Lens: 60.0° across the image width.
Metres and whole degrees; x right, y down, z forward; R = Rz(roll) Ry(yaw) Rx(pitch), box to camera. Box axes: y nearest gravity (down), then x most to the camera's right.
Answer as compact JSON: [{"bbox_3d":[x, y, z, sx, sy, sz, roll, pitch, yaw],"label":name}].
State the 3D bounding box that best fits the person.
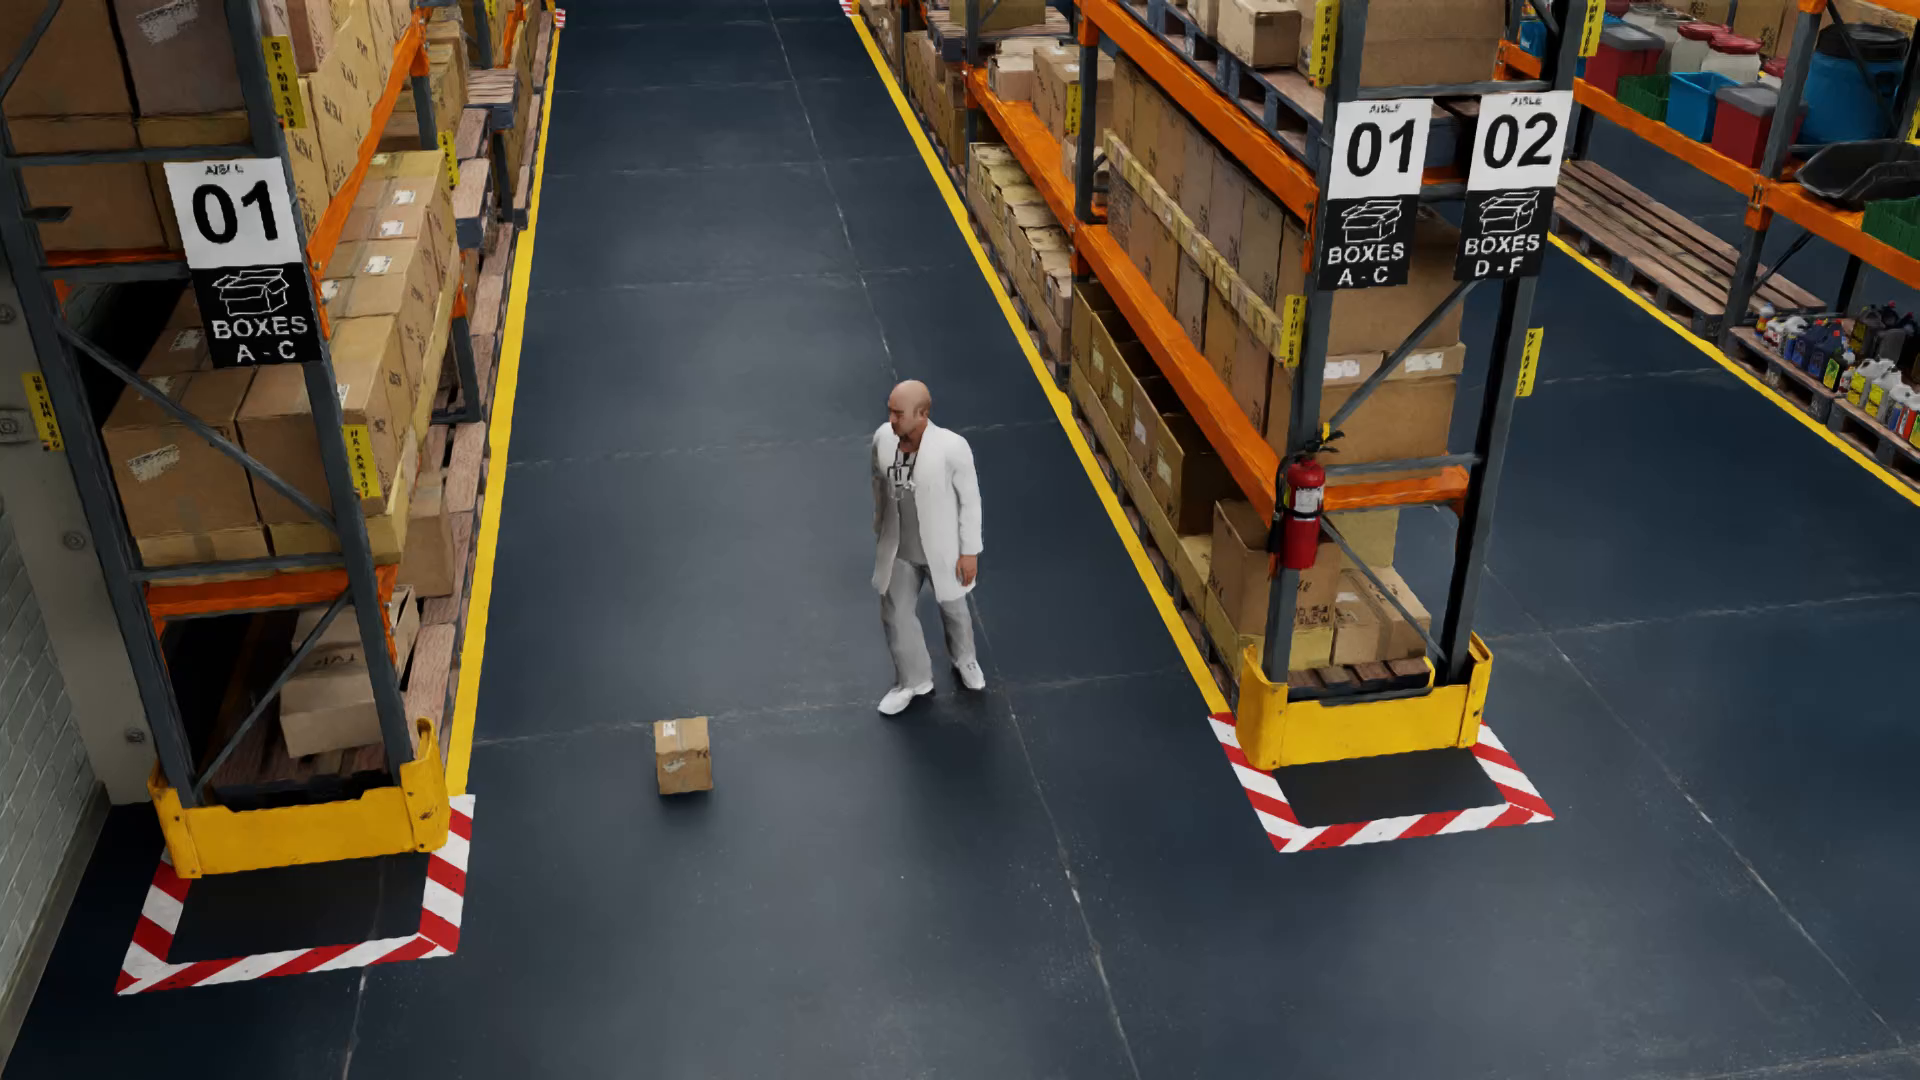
[{"bbox_3d":[-0.154,0.005,8.149,0.607,1.769,0.639,12,33,20],"label":"person"}]
